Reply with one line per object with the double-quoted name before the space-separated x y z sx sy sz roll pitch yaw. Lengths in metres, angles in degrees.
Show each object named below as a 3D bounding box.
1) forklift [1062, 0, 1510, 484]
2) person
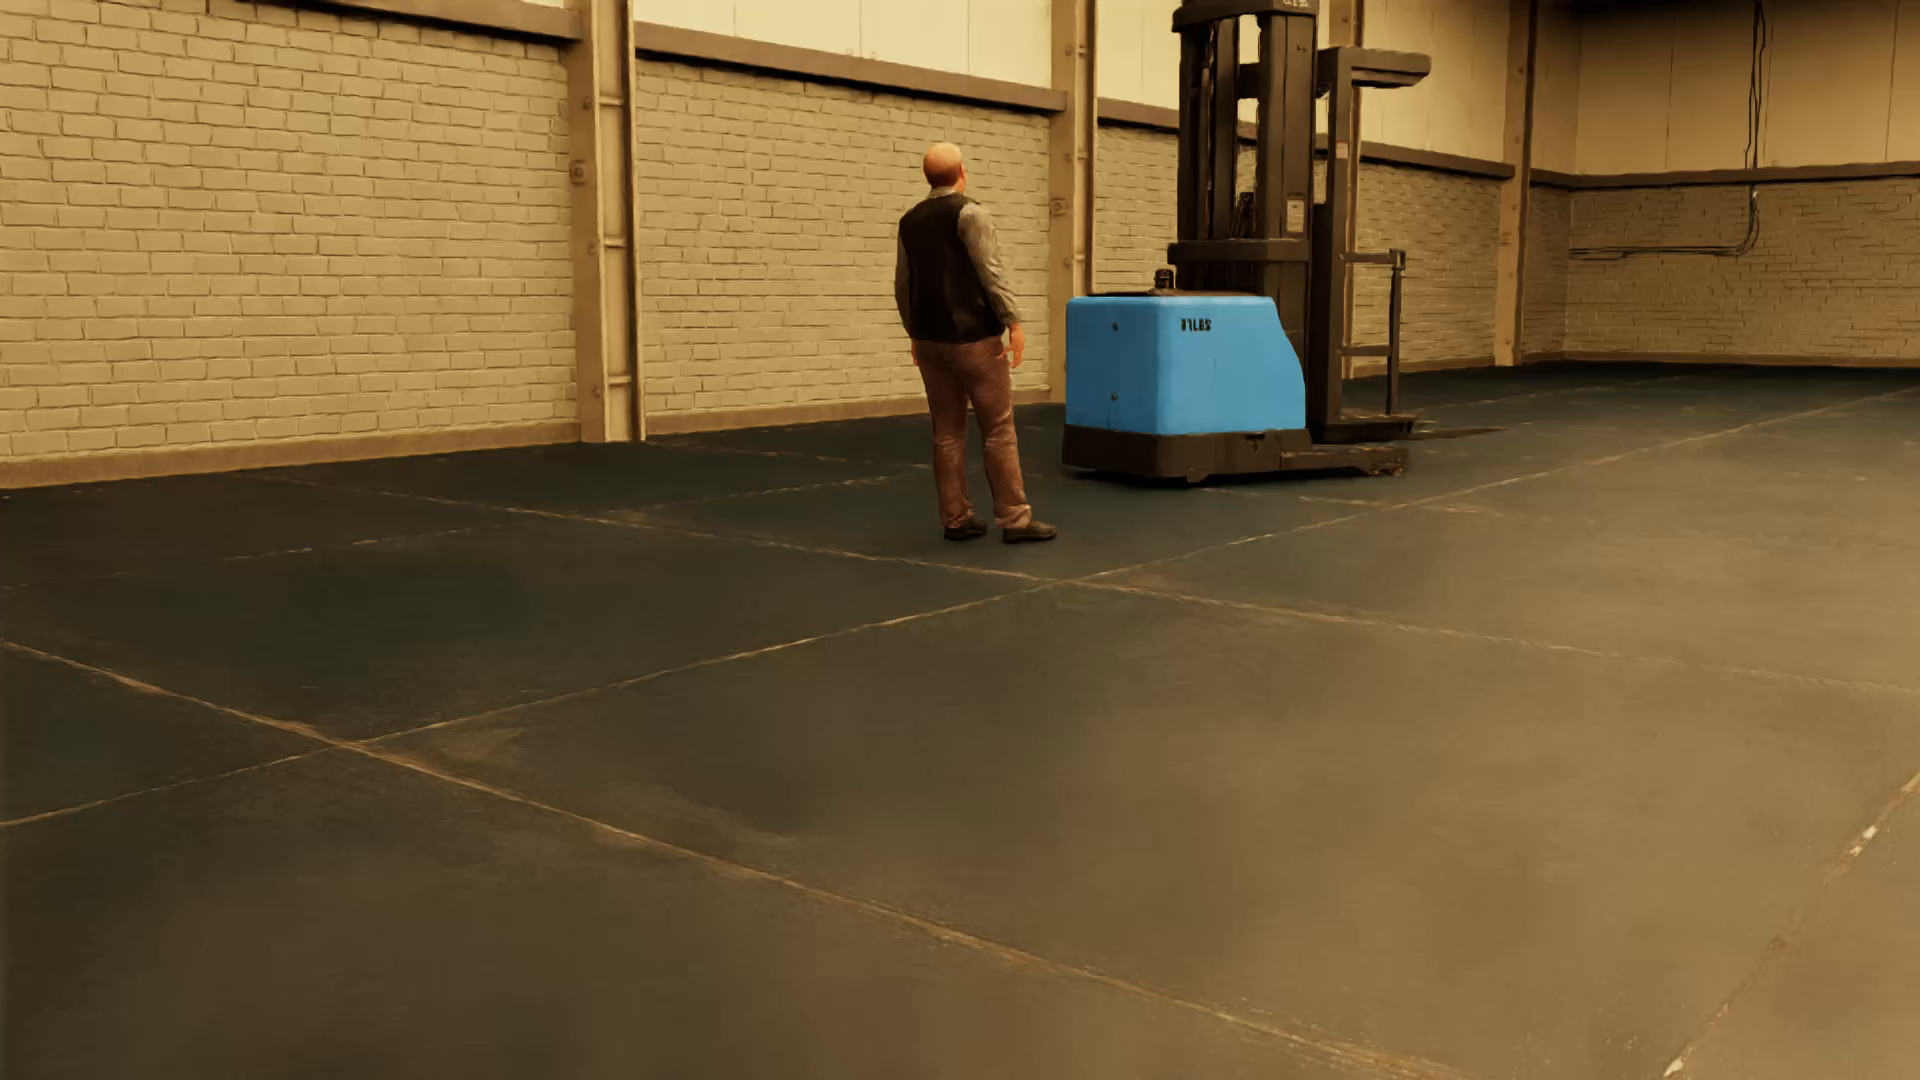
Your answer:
"forklift" 2.151 -1.901 10.270 3.031 2.935 1.130 -5 10 -31
"person" 0.046 -0.865 7.322 0.632 1.720 0.567 7 11 38
